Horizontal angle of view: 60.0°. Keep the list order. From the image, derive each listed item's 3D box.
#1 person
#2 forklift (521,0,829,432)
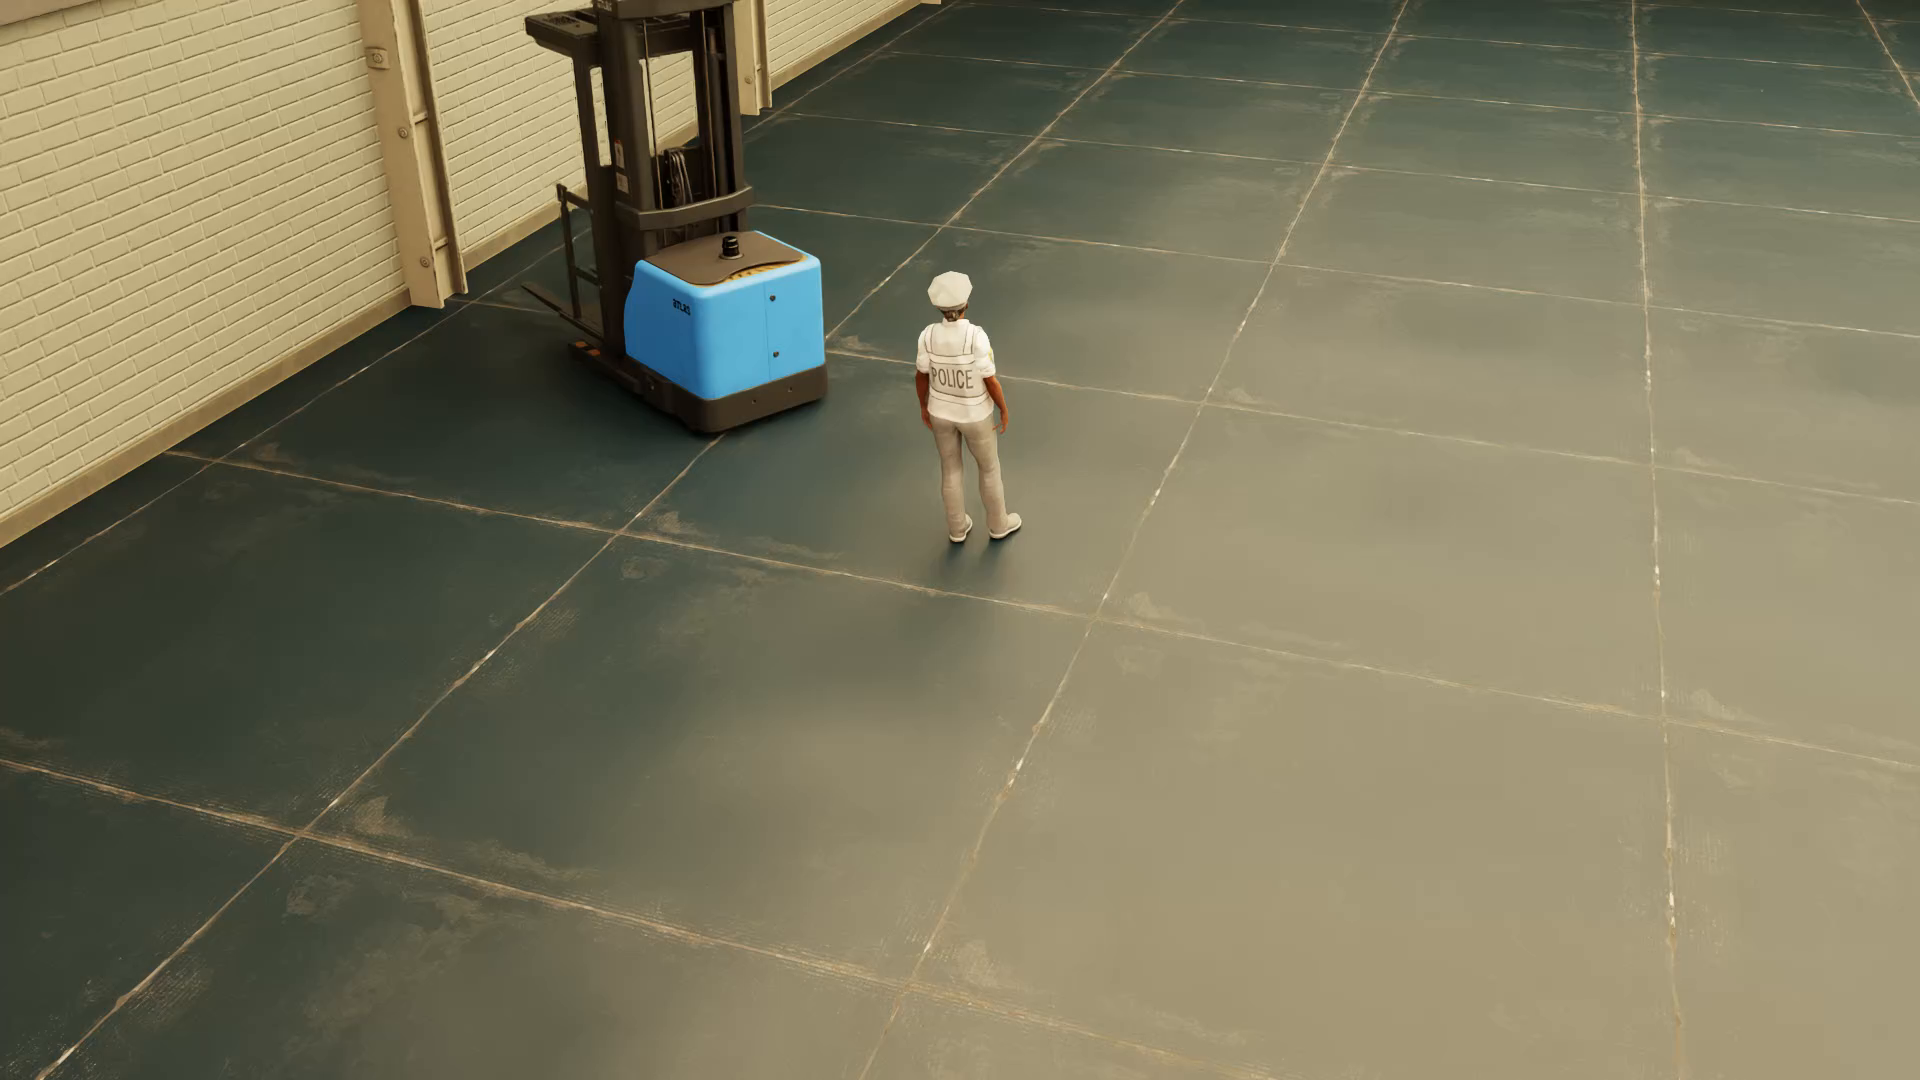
[{"bbox_3d":[0.043,-0.770,9.732,0.569,1.685,0.528,10,31,16],"label":"person"},{"bbox_3d":[-2.266,-2.656,11.795,1.130,2.935,3.031,-23,37,-34],"label":"forklift"}]
